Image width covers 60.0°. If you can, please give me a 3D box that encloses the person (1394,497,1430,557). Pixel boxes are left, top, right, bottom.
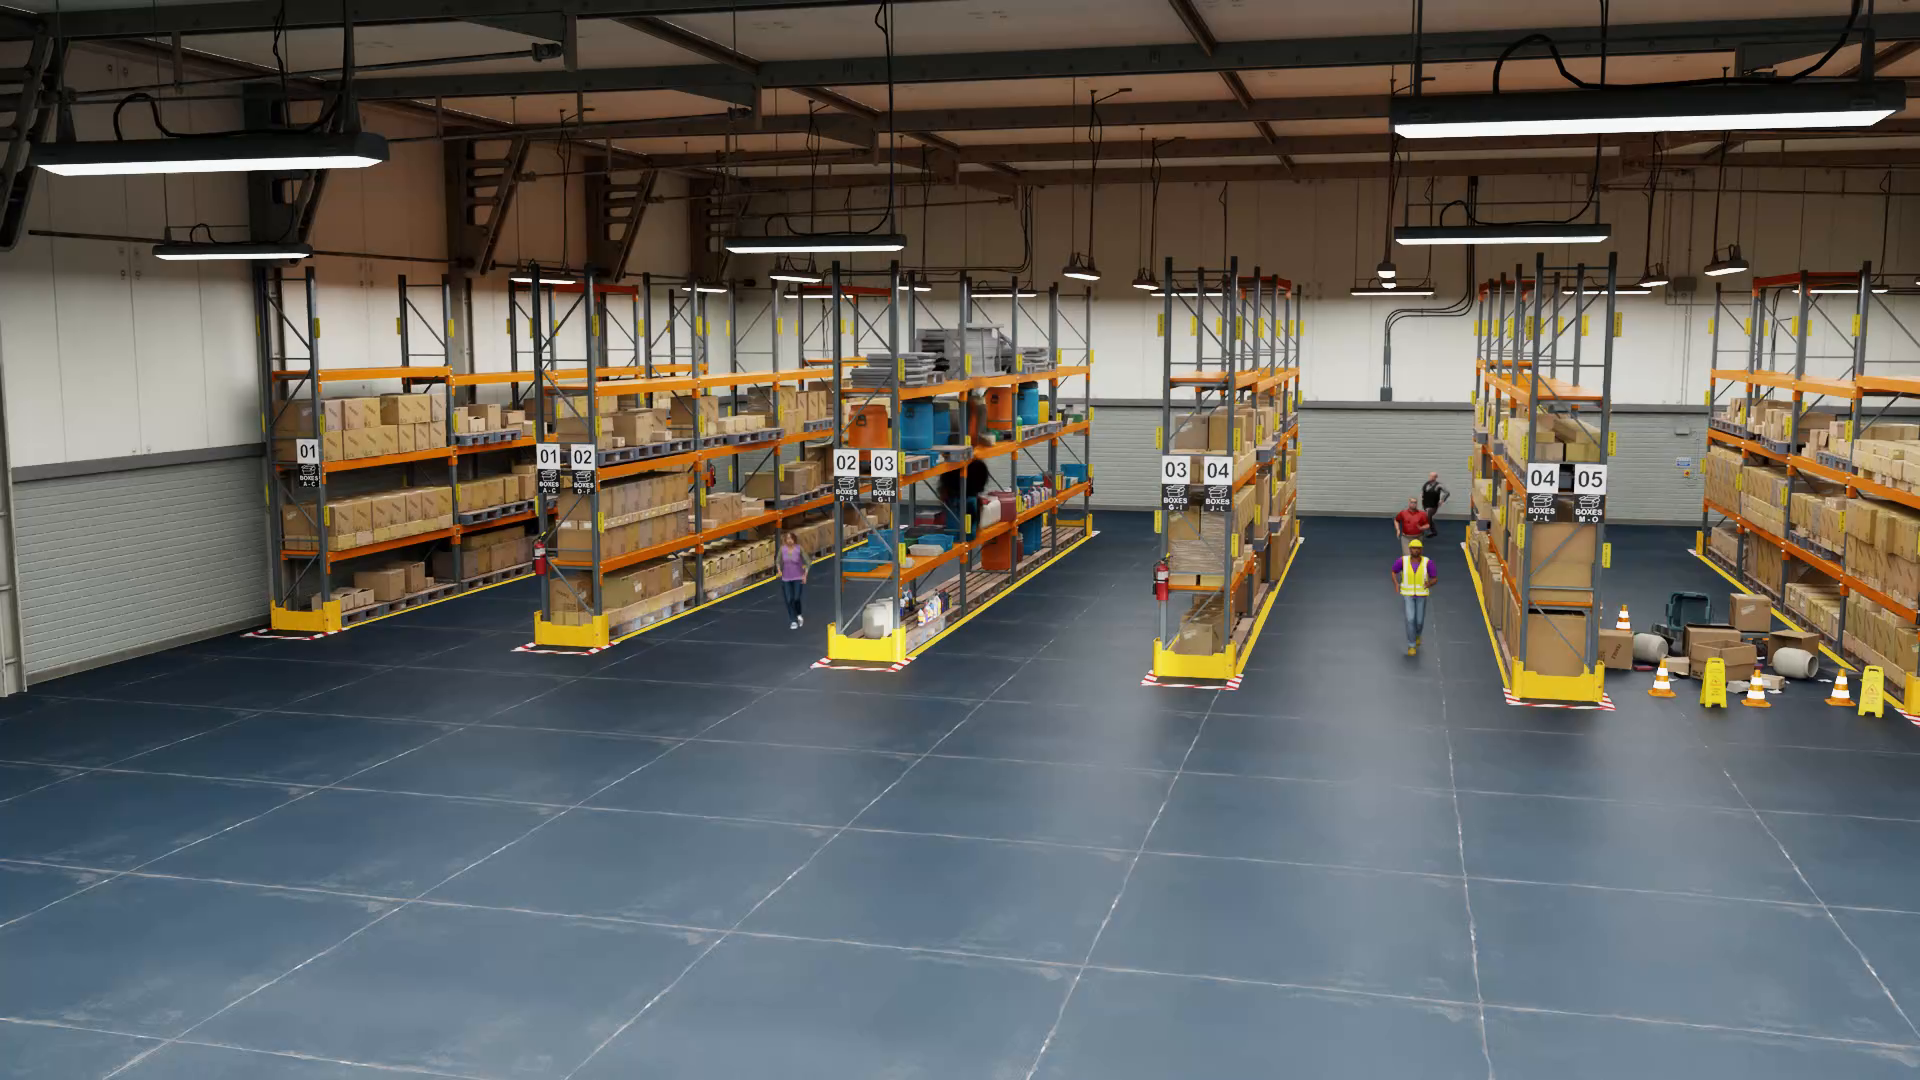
[{"bbox_3d":[8.851,0.016,32.572,0.672,1.700,0.933,1,7,9],"label":"person"}]

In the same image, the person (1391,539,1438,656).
[{"bbox_3d":[7.034,0.864,25.761,0.701,1.769,0.827,1,7,11],"label":"person"}]

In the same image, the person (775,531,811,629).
[{"bbox_3d":[-2.631,0.634,26.049,0.564,1.549,0.502,1,7,6],"label":"person"}]

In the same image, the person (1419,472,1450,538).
[{"bbox_3d":[11.072,-0.765,39.091,0.830,1.713,0.779,-3,8,-24],"label":"person"}]
